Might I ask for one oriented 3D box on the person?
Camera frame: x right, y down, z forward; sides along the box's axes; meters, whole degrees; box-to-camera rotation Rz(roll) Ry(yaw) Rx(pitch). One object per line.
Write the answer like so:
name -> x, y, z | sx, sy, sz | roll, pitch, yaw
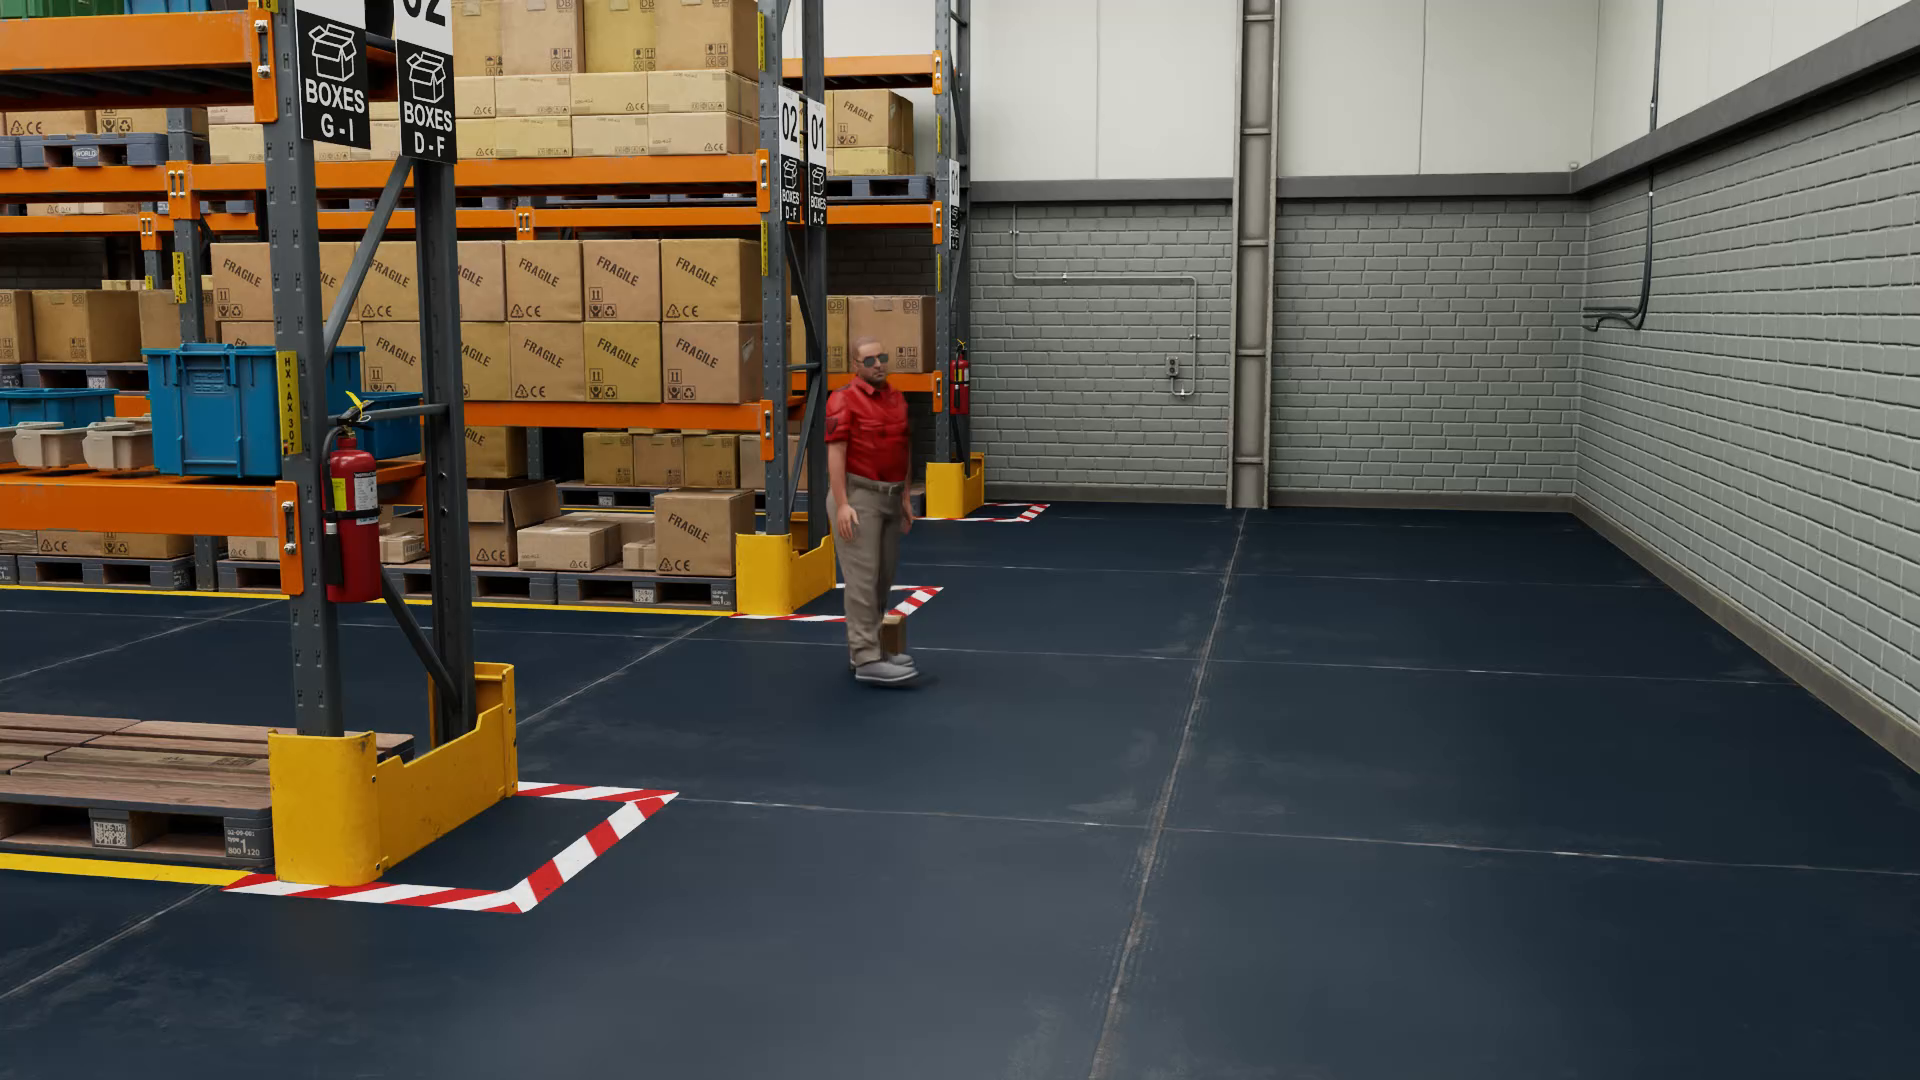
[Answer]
person -> -0.462, -0.158, 8.388 | 0.386, 1.577, 0.431 | 5, 10, 34
